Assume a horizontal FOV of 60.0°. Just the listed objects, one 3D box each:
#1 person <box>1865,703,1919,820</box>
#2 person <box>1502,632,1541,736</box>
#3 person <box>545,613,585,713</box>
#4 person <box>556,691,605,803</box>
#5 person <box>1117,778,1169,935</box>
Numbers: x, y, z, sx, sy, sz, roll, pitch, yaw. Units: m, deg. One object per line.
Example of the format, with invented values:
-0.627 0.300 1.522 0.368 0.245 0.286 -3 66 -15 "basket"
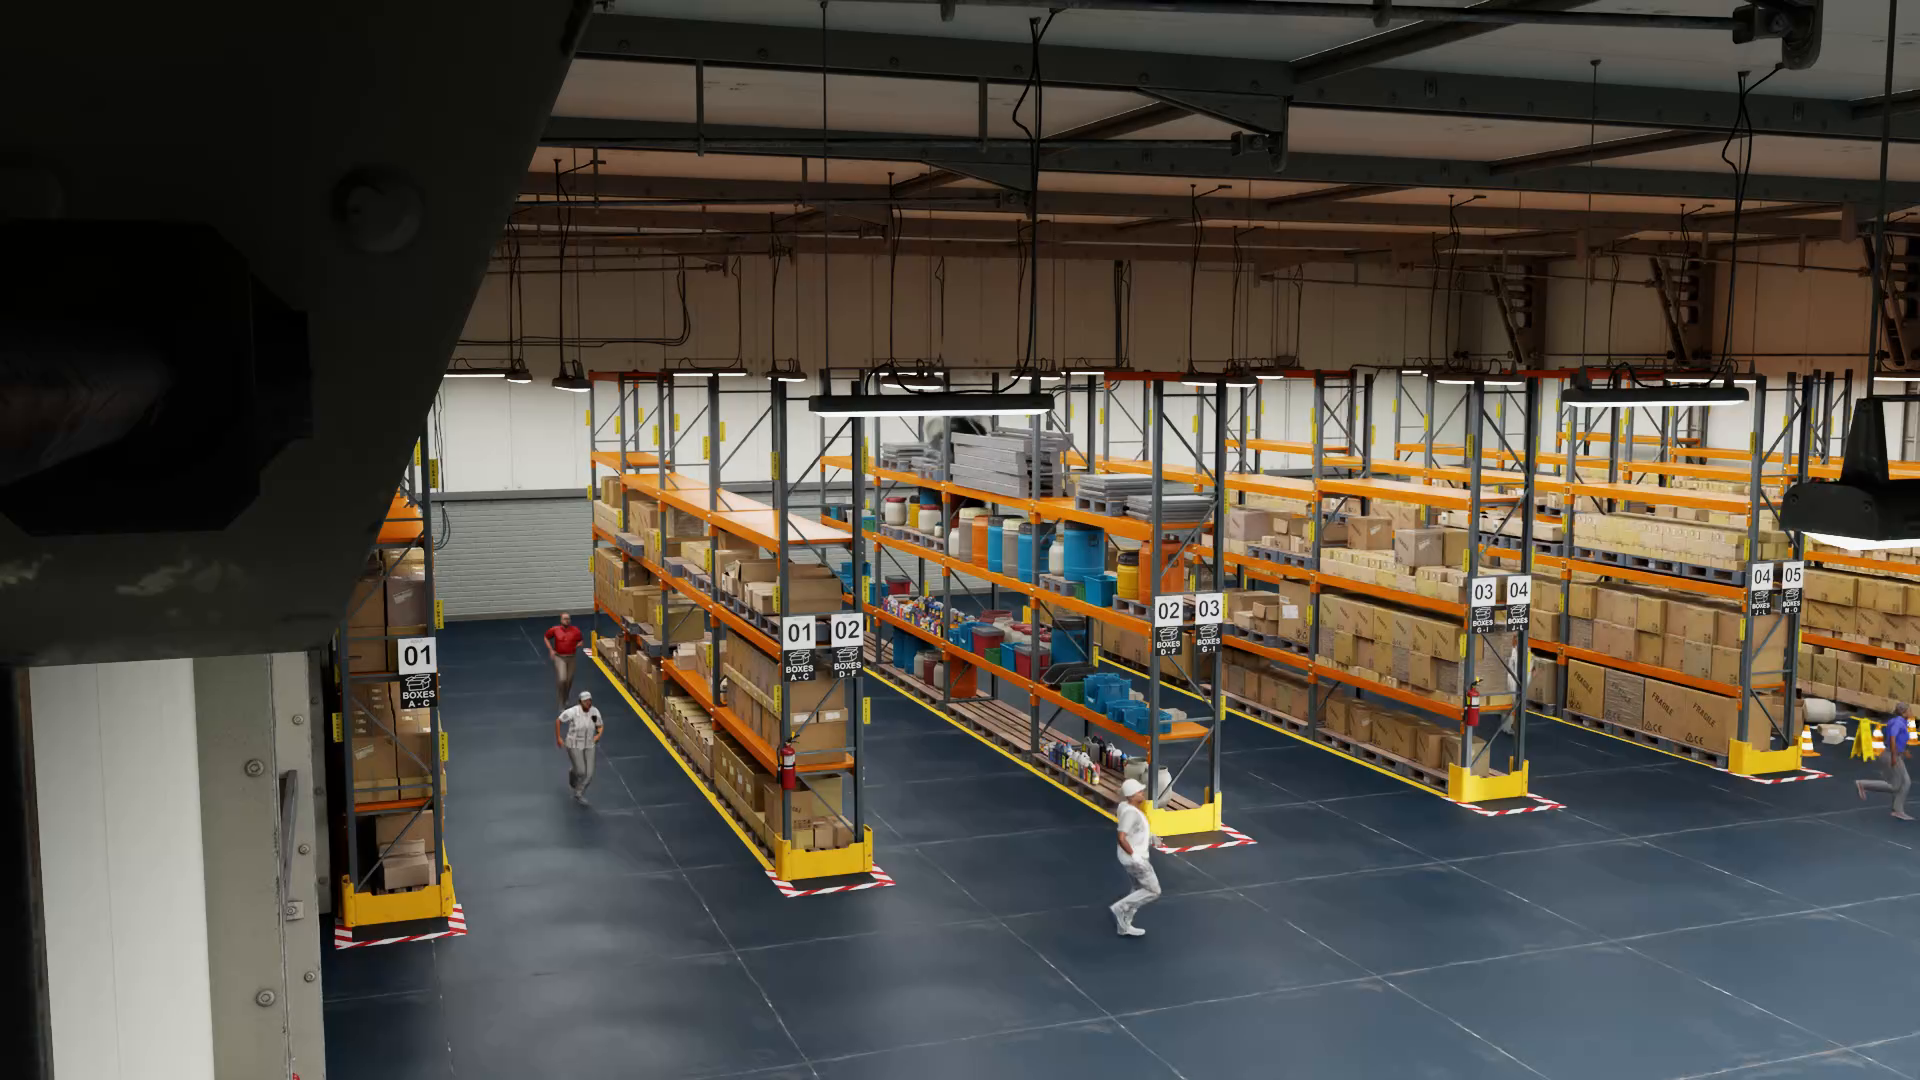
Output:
12.779 3.018 22.763 0.664 1.606 0.585 3 7 23 "person"
9.306 2.381 27.600 0.653 1.756 0.711 -3 7 -27 "person"
-7.011 2.186 29.619 0.643 1.800 0.820 -4 7 -29 "person"
-5.289 2.931 23.379 0.645 1.618 0.604 -4 8 -33 "person"
1.995 3.447 18.085 0.597 1.739 0.675 0 6 -2 "person"
